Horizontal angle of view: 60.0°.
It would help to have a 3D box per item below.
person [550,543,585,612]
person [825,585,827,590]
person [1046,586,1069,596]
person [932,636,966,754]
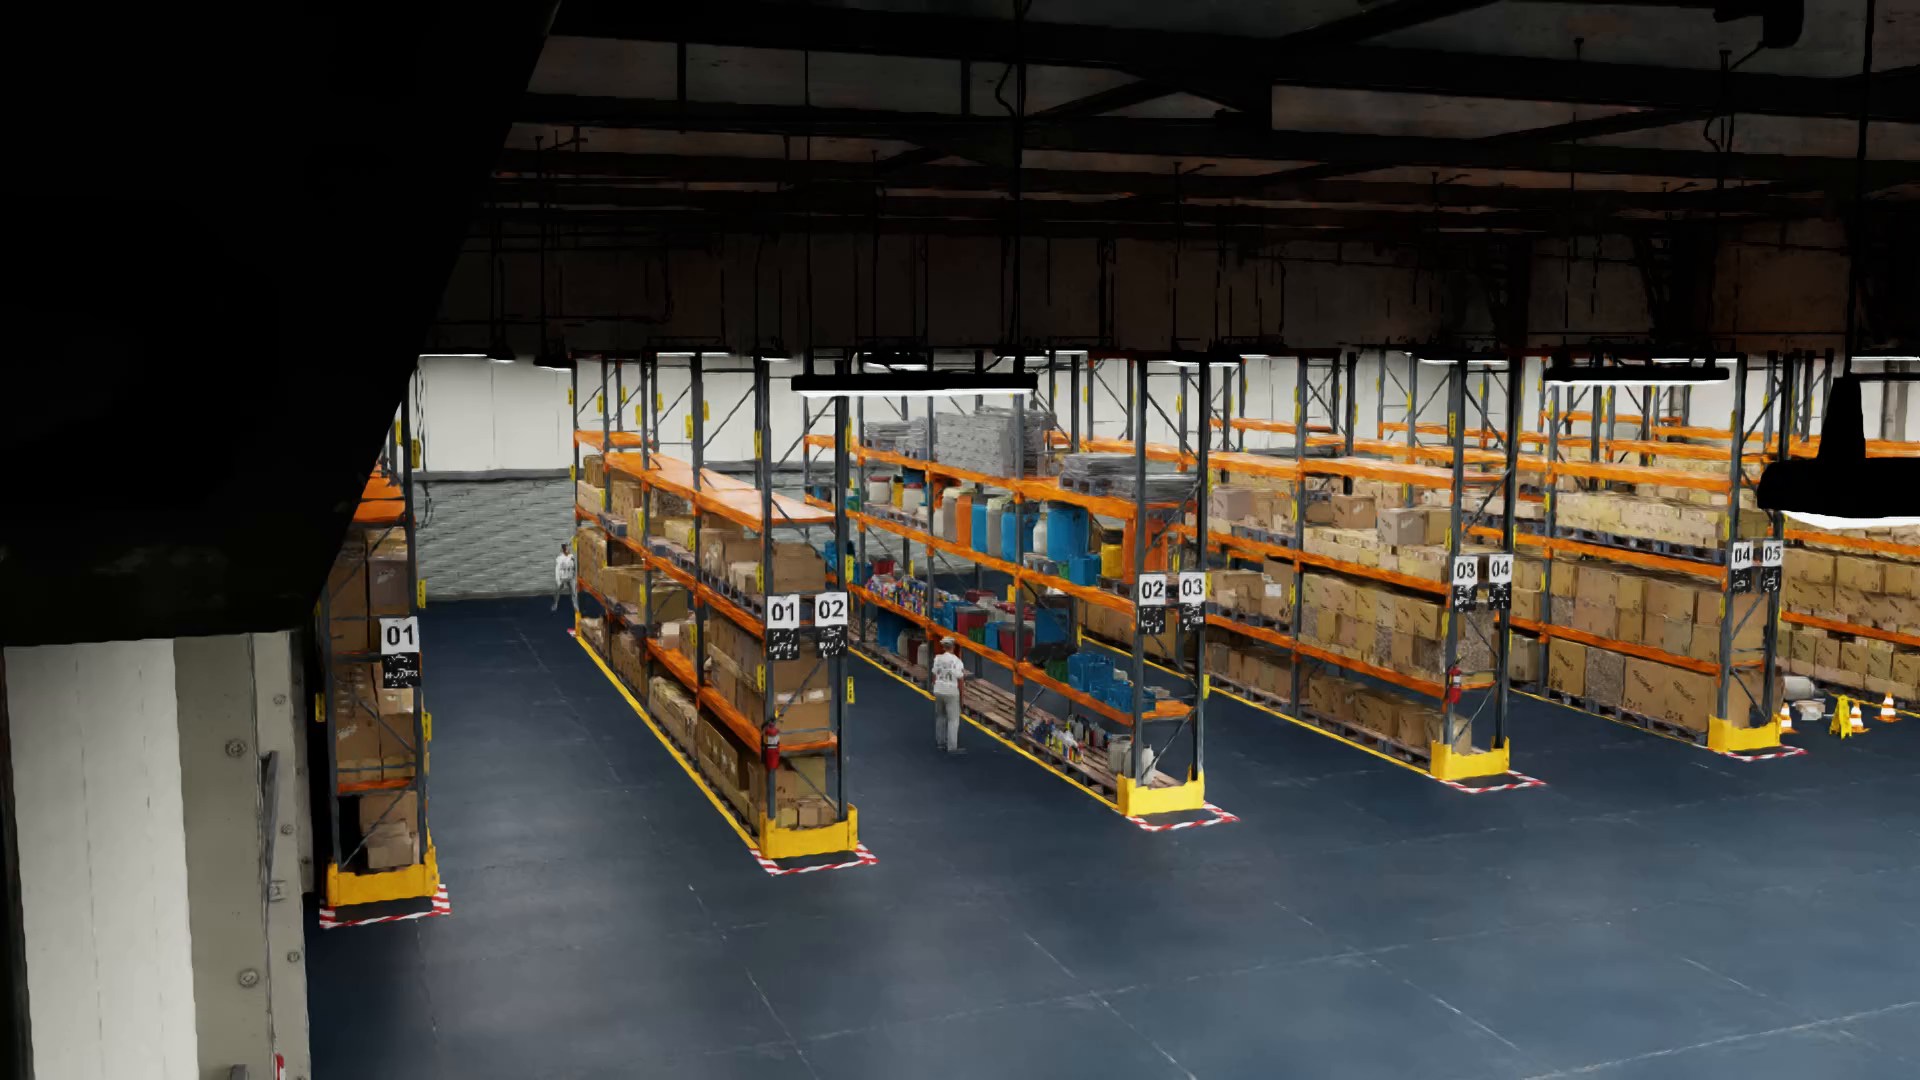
[{"bbox_3d":[-8.929,0.849,37.655,0.530,1.625,0.934,-7,10,-43],"label":"person"},{"bbox_3d":[-2.993,1.140,35.451,0.457,1.591,0.529,-3,8,-22],"label":"person"},{"bbox_3d":[1.977,1.363,33.575,0.481,1.583,1.093,-3,8,-23],"label":"person"},{"bbox_3d":[-0.149,2.333,25.124,0.593,1.755,0.476,5,9,37],"label":"person"}]
